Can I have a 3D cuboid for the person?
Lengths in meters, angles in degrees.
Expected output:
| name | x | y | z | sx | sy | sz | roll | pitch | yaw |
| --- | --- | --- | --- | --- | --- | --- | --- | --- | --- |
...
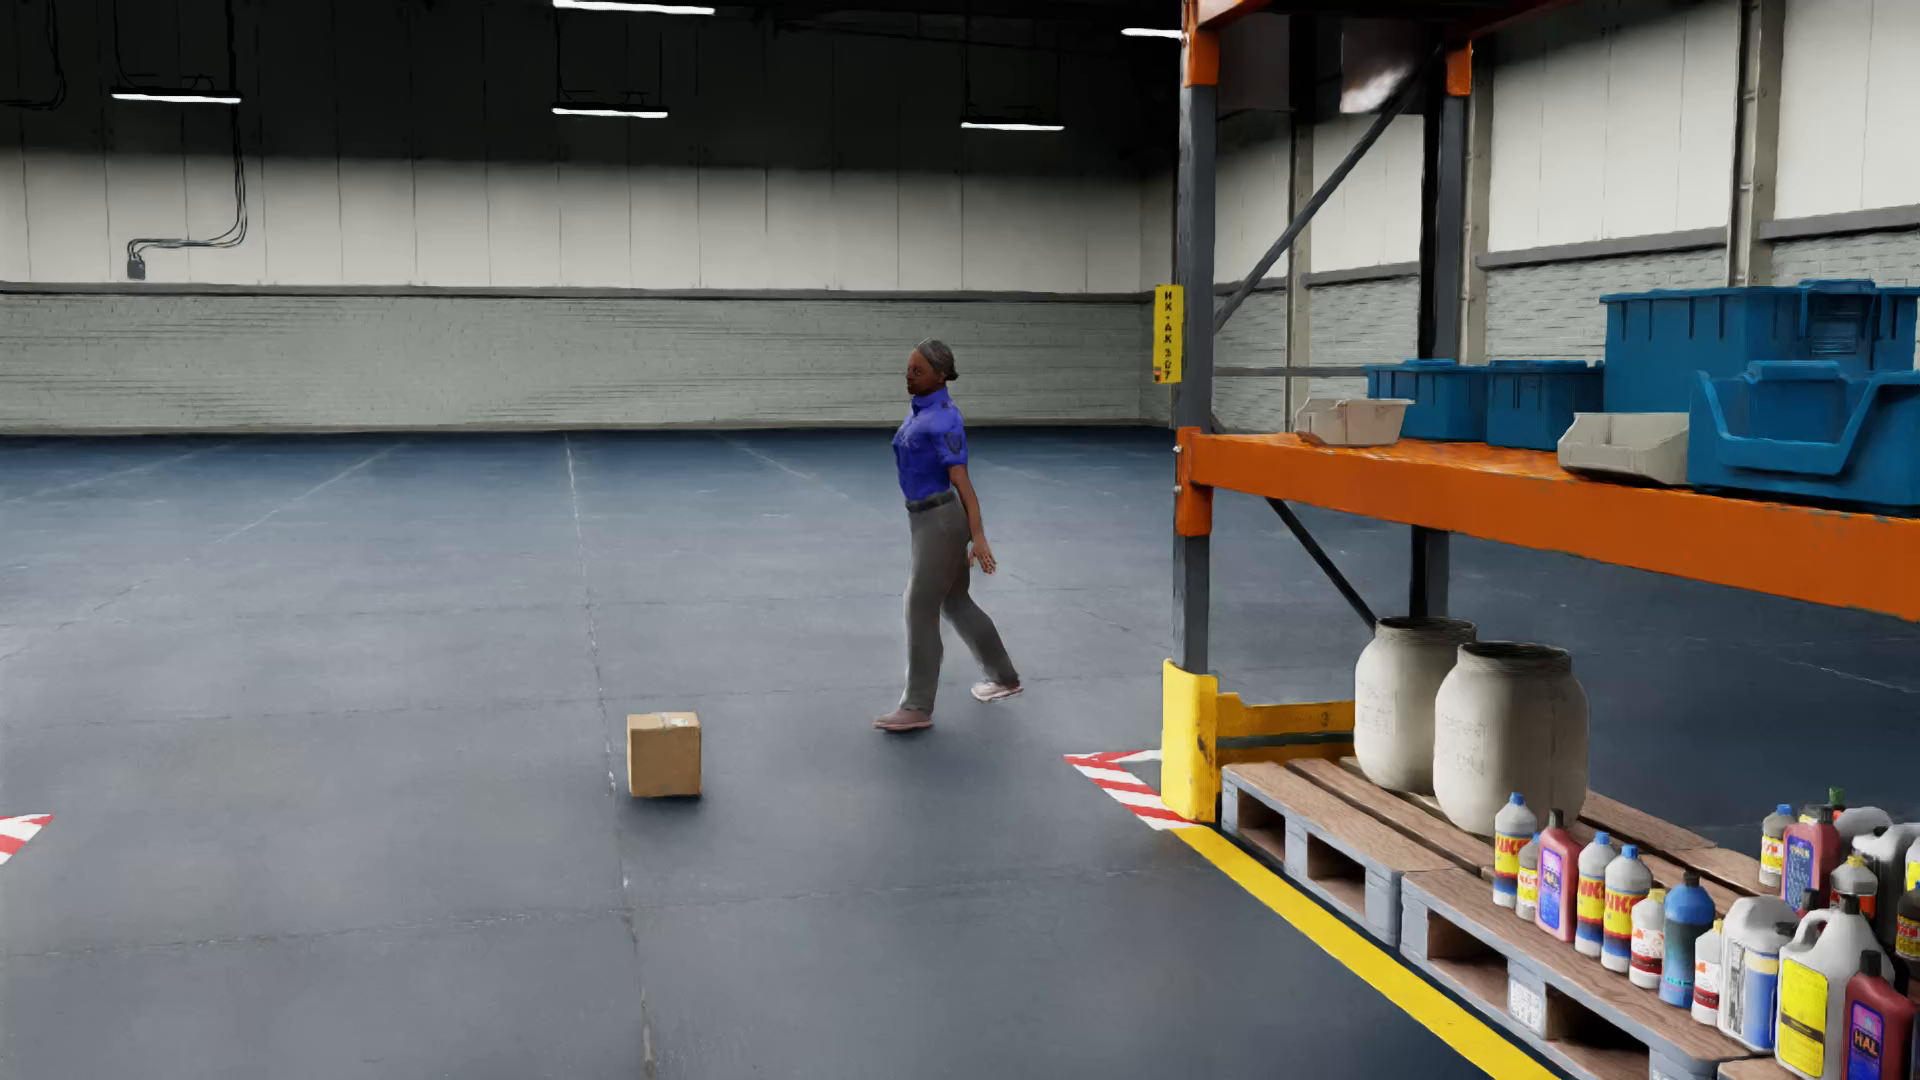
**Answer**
| name | x | y | z | sx | sy | sz | roll | pitch | yaw |
| --- | --- | --- | --- | --- | --- | --- | --- | --- | --- |
| person | -0.042 | -0.029 | 7.020 | 0.745 | 1.634 | 0.749 | -2 | 6 | -16 |
